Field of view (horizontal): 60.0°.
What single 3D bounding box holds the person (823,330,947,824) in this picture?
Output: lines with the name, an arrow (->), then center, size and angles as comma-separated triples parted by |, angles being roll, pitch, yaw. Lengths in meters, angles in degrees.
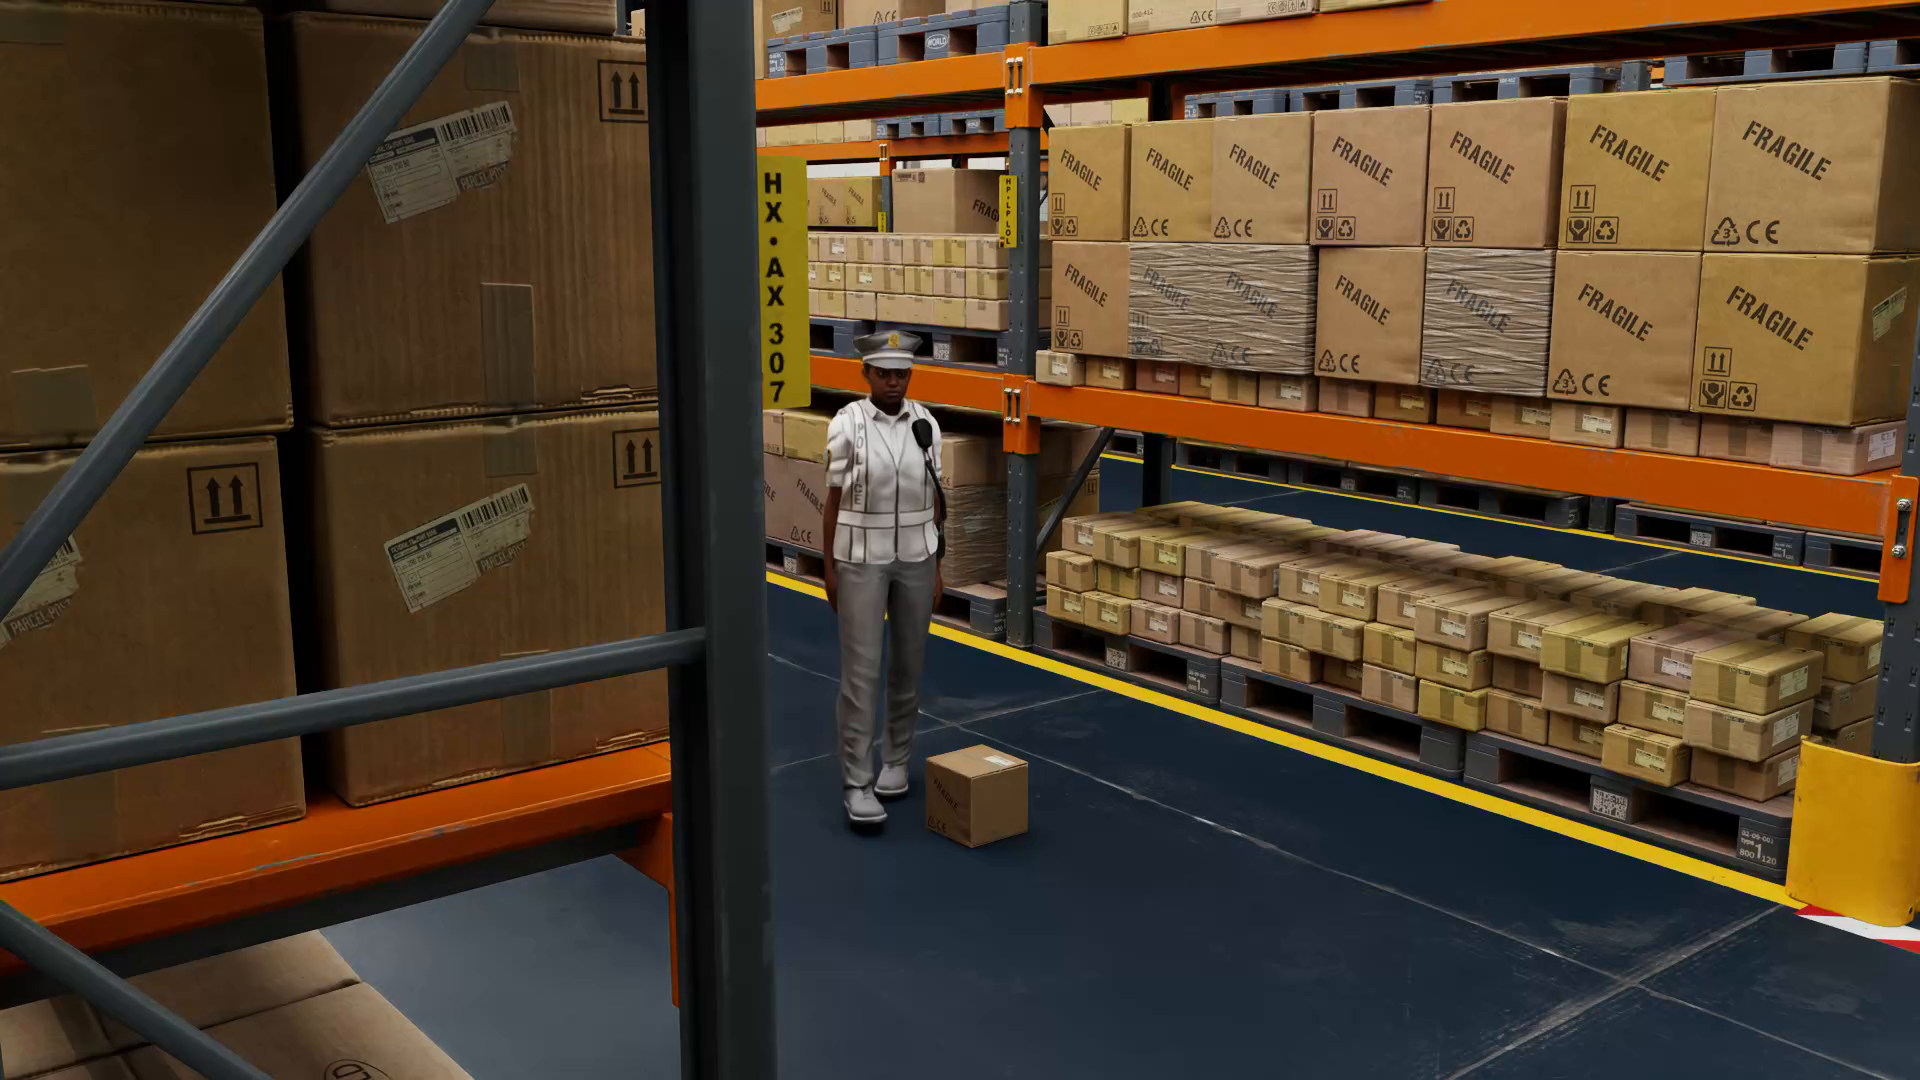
person -> -0.224, 0.112, 5.786 | 0.458, 1.674, 0.588 | -4, 12, -19
